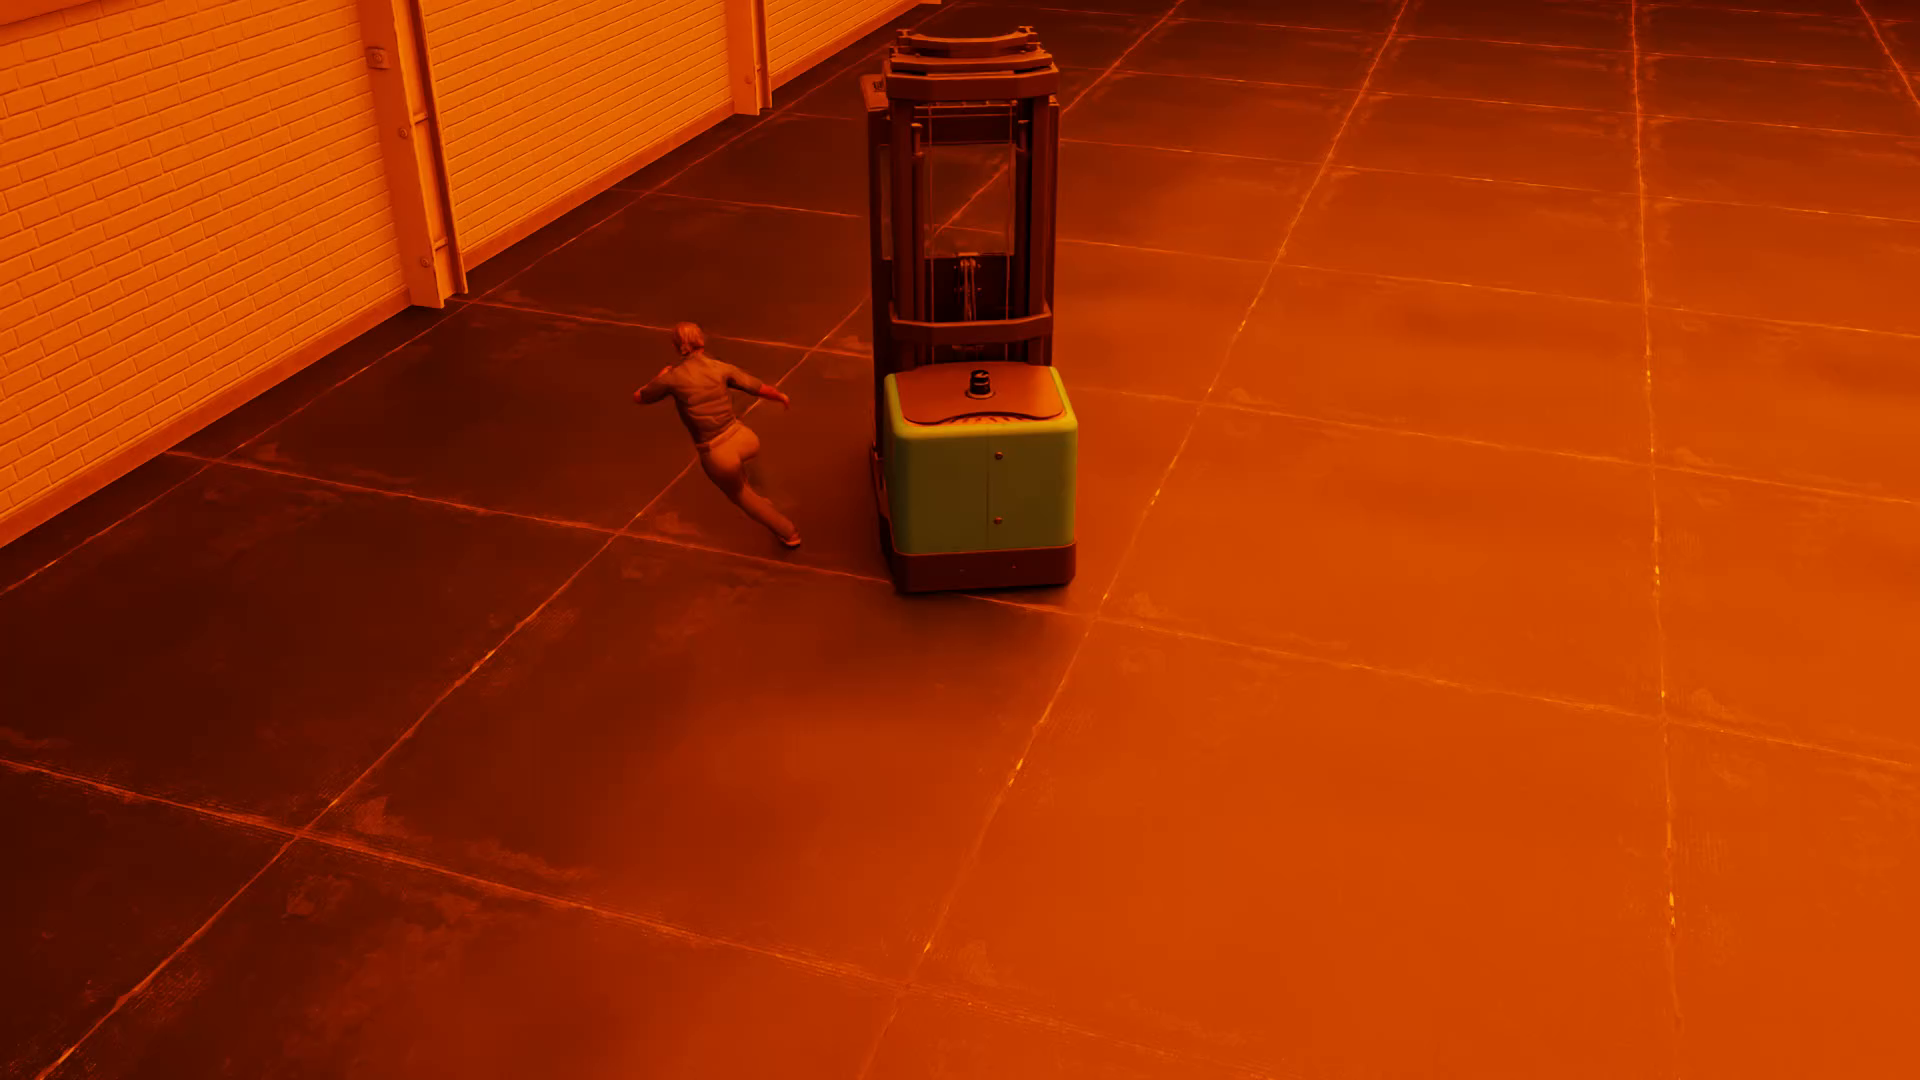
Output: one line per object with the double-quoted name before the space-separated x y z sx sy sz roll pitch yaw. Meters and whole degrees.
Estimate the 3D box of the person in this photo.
"person" -1.401 -0.631 9.772 0.899 1.427 0.838 -19 35 -30

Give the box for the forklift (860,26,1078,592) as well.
"forklift" -0.011 -1.684 10.091 1.130 2.935 3.031 -3 30 -5
